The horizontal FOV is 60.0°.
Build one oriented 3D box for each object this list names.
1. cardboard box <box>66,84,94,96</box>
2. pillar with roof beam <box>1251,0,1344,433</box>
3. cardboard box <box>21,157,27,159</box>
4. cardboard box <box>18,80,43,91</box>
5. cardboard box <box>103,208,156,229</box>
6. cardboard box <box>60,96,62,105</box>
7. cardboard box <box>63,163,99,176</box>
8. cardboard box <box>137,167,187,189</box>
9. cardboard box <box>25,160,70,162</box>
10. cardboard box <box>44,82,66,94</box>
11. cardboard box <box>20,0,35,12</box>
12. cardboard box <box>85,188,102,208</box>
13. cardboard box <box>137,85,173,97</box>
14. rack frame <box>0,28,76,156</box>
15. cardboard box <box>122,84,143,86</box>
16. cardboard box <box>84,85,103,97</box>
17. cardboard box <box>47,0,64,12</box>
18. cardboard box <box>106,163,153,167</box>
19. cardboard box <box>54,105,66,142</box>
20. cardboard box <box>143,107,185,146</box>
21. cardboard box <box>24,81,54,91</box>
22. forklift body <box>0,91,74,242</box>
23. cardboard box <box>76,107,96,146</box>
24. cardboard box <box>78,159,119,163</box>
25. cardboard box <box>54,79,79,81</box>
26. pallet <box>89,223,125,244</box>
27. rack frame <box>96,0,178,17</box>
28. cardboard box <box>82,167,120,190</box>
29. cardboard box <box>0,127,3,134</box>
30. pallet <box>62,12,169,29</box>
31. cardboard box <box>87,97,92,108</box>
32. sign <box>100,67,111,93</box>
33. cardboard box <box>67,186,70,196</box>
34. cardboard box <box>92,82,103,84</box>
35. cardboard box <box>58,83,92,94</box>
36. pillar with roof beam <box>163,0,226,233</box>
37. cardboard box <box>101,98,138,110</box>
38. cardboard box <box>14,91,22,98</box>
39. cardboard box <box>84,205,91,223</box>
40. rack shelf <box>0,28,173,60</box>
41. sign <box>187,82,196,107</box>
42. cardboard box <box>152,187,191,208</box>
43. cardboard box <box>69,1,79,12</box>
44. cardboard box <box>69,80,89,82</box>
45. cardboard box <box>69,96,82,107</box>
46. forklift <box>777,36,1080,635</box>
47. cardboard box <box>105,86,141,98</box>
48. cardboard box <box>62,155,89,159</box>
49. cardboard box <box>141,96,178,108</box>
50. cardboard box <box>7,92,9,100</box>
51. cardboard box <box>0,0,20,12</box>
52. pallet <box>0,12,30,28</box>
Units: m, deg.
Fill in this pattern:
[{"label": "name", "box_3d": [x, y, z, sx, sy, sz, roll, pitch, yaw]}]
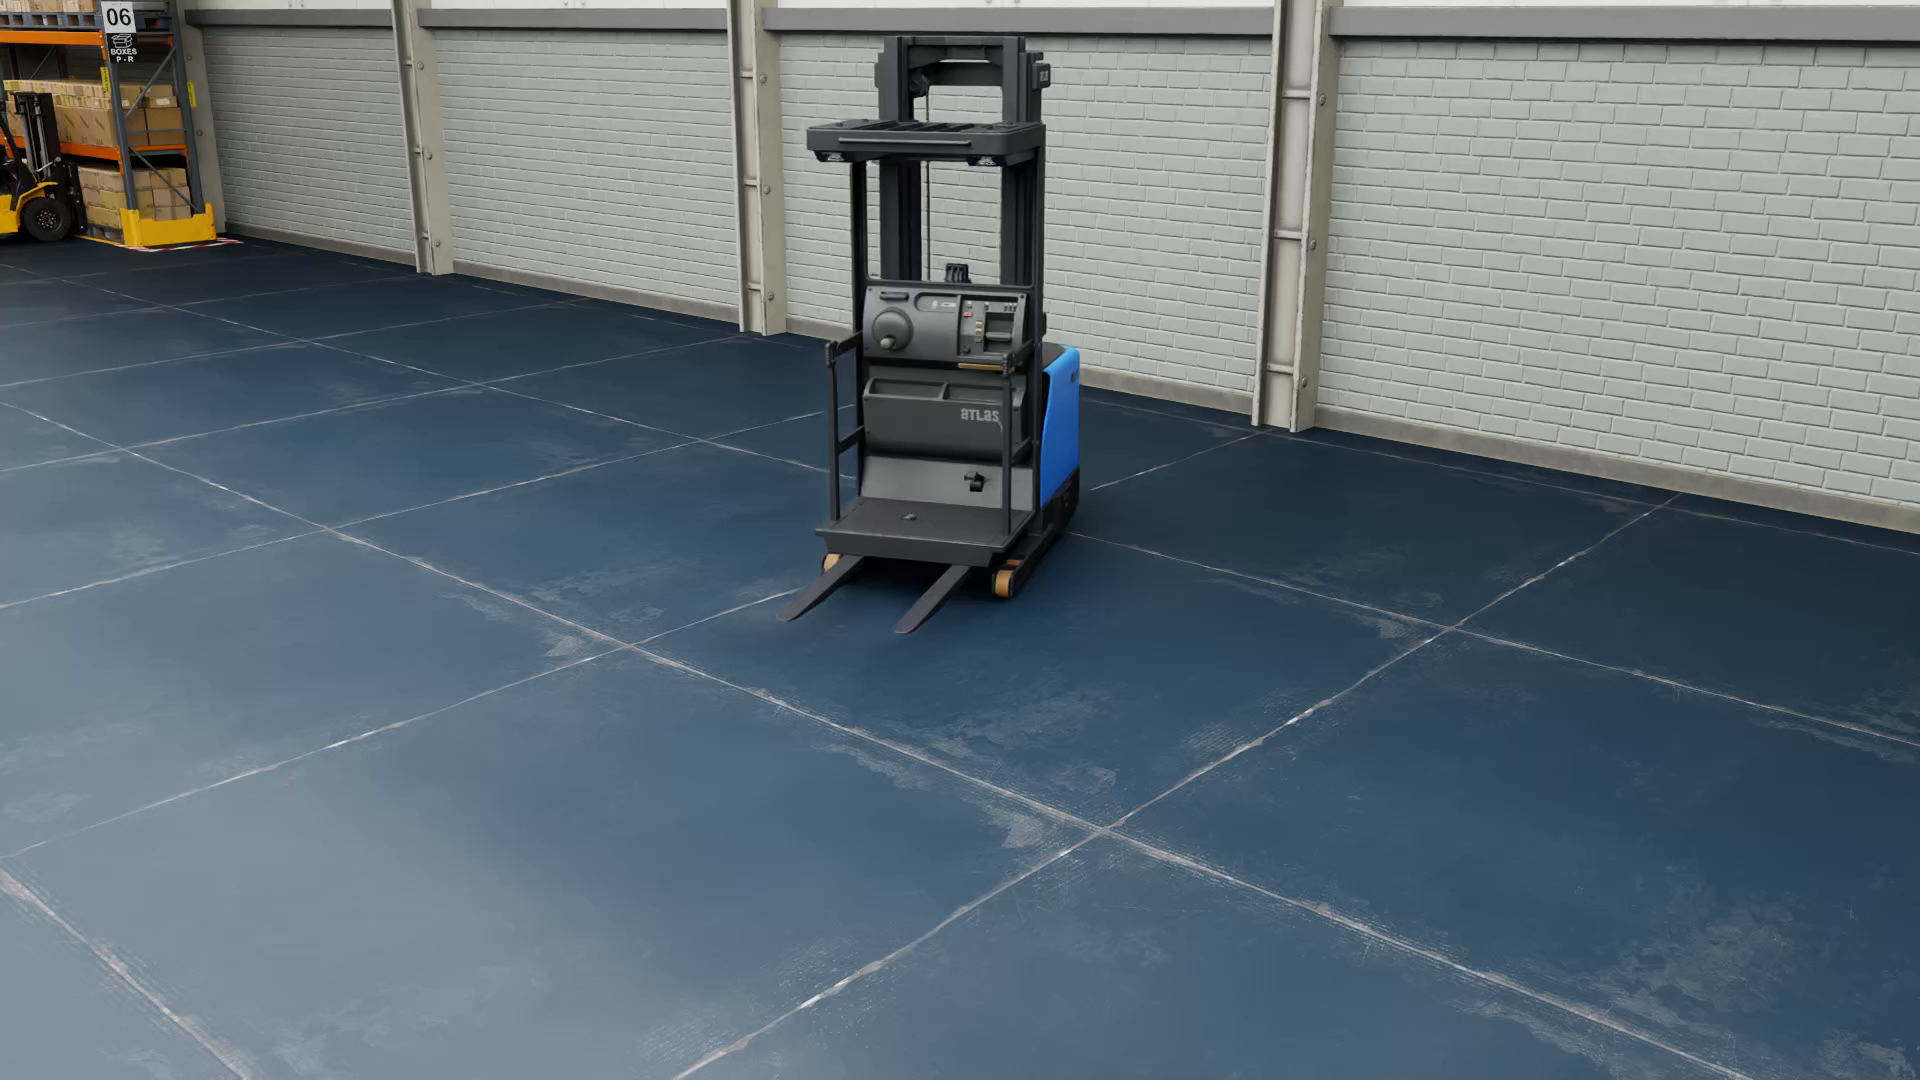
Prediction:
[{"label": "cardboard box", "box_3d": [-12.256, -6.300, 23.274, 0.250, 0.149, 0.380, 16, 23, 41]}, {"label": "pillar with roof beam", "box_3d": [-0.342, -4.209, 8.498, 0.400, 9.000, 9.100, 15, 23, 39]}, {"label": "cardboard box", "box_3d": [-14.989, -5.725, 26.425, 0.625, 0.625, 0.875, 15, 23, 39]}, {"label": "cardboard box", "box_3d": [-13.707, -6.737, 24.651, 0.250, 0.149, 0.380, 15, 23, 40]}, {"label": "cardboard box", "box_3d": [-11.586, -4.507, 23.204, 0.500, 0.250, 0.500, 15, 23, 40]}, {"label": "cardboard box", "box_3d": [-12.572, -6.280, 23.703, 0.250, 0.149, 0.380, 15, 23, 39]}, {"label": "cardboard box", "box_3d": [-12.720, -5.286, 24.007, 0.500, 0.250, 0.500, 14, 23, 38]}, {"label": "cardboard box", "box_3d": [-11.258, -5.100, 23.420, 0.500, 0.250, 0.500, 15, 23, 38]}, {"label": "cardboard box", "box_3d": [-13.487, -5.490, 24.651, 0.500, 0.250, 0.500, 15, 23, 39]}, {"label": "cardboard box", "box_3d": [-12.959, -6.524, 23.981, 0.250, 0.149, 0.380, 15, 23, 39]}, {"label": "cardboard box", "box_3d": [-13.108, -7.644, 23.643, 0.258, 0.266, 0.396, 14, 23, 38]}, {"label": "cardboard box", "box_3d": [-11.964, -4.852, 23.467, 0.500, 0.250, 0.500, 15, 23, 39]}, {"label": "cardboard box", "box_3d": [-11.134, -6.209, 22.986, 0.250, 0.149, 0.380, 14, 23, 38]}, {"label": "rack frame", "box_3d": [-14.016, -6.397, 25.311, 0.127, 3.000, 1.000, 15, 23, 39]}, {"label": "cardboard box", "box_3d": [-11.514, -6.318, 23.333, 0.250, 0.149, 0.380, 16, 23, 40]}, {"label": "cardboard box", "box_3d": [-11.851, -6.206, 22.978, 0.250, 0.149, 0.380, 16, 23, 40]}, {"label": "cardboard box", "box_3d": [-12.217, -7.581, 23.058, 0.500, 0.500, 0.700, 15, 23, 40]}, {"label": "cardboard box", "box_3d": [-12.001, -5.302, 24.058, 0.500, 0.250, 0.500, 15, 23, 39]}, {"label": "cardboard box", "box_3d": [-12.716, -5.989, 23.858, 0.500, 0.500, 0.500, 15, 23, 40]}, {"label": "cardboard box", "box_3d": [-11.211, -5.804, 23.276, 0.500, 0.500, 0.500, 16, 24, 41]}, {"label": "cardboard box", "box_3d": [-13.398, -6.609, 24.247, 0.250, 0.149, 0.380, 16, 23, 40]}, {"label": "forklift body", "box_3d": [-13.654, -5.158, 22.807, 1.214, 2.155, 2.313, 15, 23, 39]}, {"label": "cardboard box", "box_3d": [-11.949, -5.787, 23.224, 0.500, 0.500, 0.500, 16, 24, 41]}, {"label": "cardboard box", "box_3d": [-12.761, -5.505, 24.699, 0.500, 0.250, 0.500, 15, 23, 40]}, {"label": "cardboard box", "box_3d": [-13.417, -6.840, 24.977, 0.250, 0.149, 0.380, 14, 23, 38]}, {"label": "pallet", "box_3d": [-11.624, -4.409, 23.656, 1.213, 0.211, 1.003, 15, 23, 39]}, {"label": "rack frame", "box_3d": [-11.024, -8.454, 21.872, 0.127, 3.000, 1.000, 15, 23, 39]}, {"label": "cardboard box", "box_3d": [-11.962, -5.083, 23.369, 0.500, 0.250, 0.500, 16, 23, 40]}, {"label": "cardboard box", "box_3d": [-14.567, -6.368, 25.466, 0.500, 0.250, 0.500, 16, 23, 40]}, {"label": "pallet", "box_3d": [-11.536, -7.130, 22.805, 1.213, 0.211, 1.003, 15, 23, 39]}, {"label": "cardboard box", "box_3d": [-11.834, -6.068, 23.035, 0.250, 0.149, 0.380, 16, 23, 40]}, {"label": "sign", "box_3d": [-11.395, -6.139, 22.191, 0.005, 0.325, 0.100, 15, 23, 39]}, {"label": "cardboard box", "box_3d": [-12.736, -5.052, 24.097, 0.500, 0.250, 0.500, 15, 23, 39]}, {"label": "cardboard box", "box_3d": [-12.272, -6.526, 23.985, 0.250, 0.149, 0.380, 15, 23, 40]}, {"label": "cardboard box", "box_3d": [-12.583, -6.424, 23.664, 0.250, 0.149, 0.380, 15, 23, 40]}, {"label": "pillar with roof beam", "box_3d": [-13.804, -7.823, 19.886, 0.400, 9.000, 9.100, 15, 23, 39]}, {"label": "cardboard box", "box_3d": [-11.470, -5.957, 22.686, 0.250, 0.149, 0.380, 15, 23, 40]}, {"label": "cardboard box", "box_3d": [-13.758, -6.579, 24.645, 0.250, 0.149, 0.380, 16, 23, 41]}, {"label": "cardboard box", "box_3d": [-12.319, -4.711, 23.849, 0.500, 0.250, 0.500, 15, 23, 40]}, {"label": "rack shelf", "box_3d": [-12.520, -7.083, 23.700, 4.000, 0.370, 1.077, 15, 23, 39]}, {"label": "sign", "box_3d": [-10.652, -6.169, 23.029, 0.005, 0.325, 0.100, 15, 23, 39]}, {"label": "cardboard box", "box_3d": [-11.238, -4.863, 23.502, 0.500, 0.250, 0.500, 16, 23, 40]}, {"label": "cardboard box", "box_3d": [-11.846, -7.250, 22.593, 0.250, 0.149, 0.380, 14, 22, 38]}, {"label": "cardboard box", "box_3d": [-12.981, -6.754, 24.706, 0.250, 0.149, 0.380, 14, 23, 38]}, {"label": "cardboard box", "box_3d": [-12.243, -6.163, 23.335, 0.250, 0.149, 0.380, 14, 22, 38]}, {"label": "forklift", "box_3d": [-0.148, -1.204, 9.060, 1.130, 2.935, 3.031, 5, 18, 16]}, {"label": "cardboard box", "box_3d": [-11.432, -6.117, 22.698, 0.250, 0.149, 0.380, 15, 23, 39]}, {"label": "cardboard box", "box_3d": [-13.520, -5.708, 25.338, 0.500, 0.250, 0.500, 16, 23, 40]}, {"label": "cardboard box", "box_3d": [-11.106, -6.078, 23.066, 0.250, 0.149, 0.380, 14, 23, 38]}, {"label": "cardboard box", "box_3d": [-14.419, -6.772, 25.255, 0.250, 0.149, 0.380, 16, 24, 41]}, {"label": "cardboard box", "box_3d": [-13.556, -7.810, 24.092, 0.500, 0.311, 0.500, 16, 23, 40]}, {"label": "pallet", "box_3d": [-13.361, -7.619, 24.349, 1.213, 0.211, 1.003, 15, 23, 39]}]
